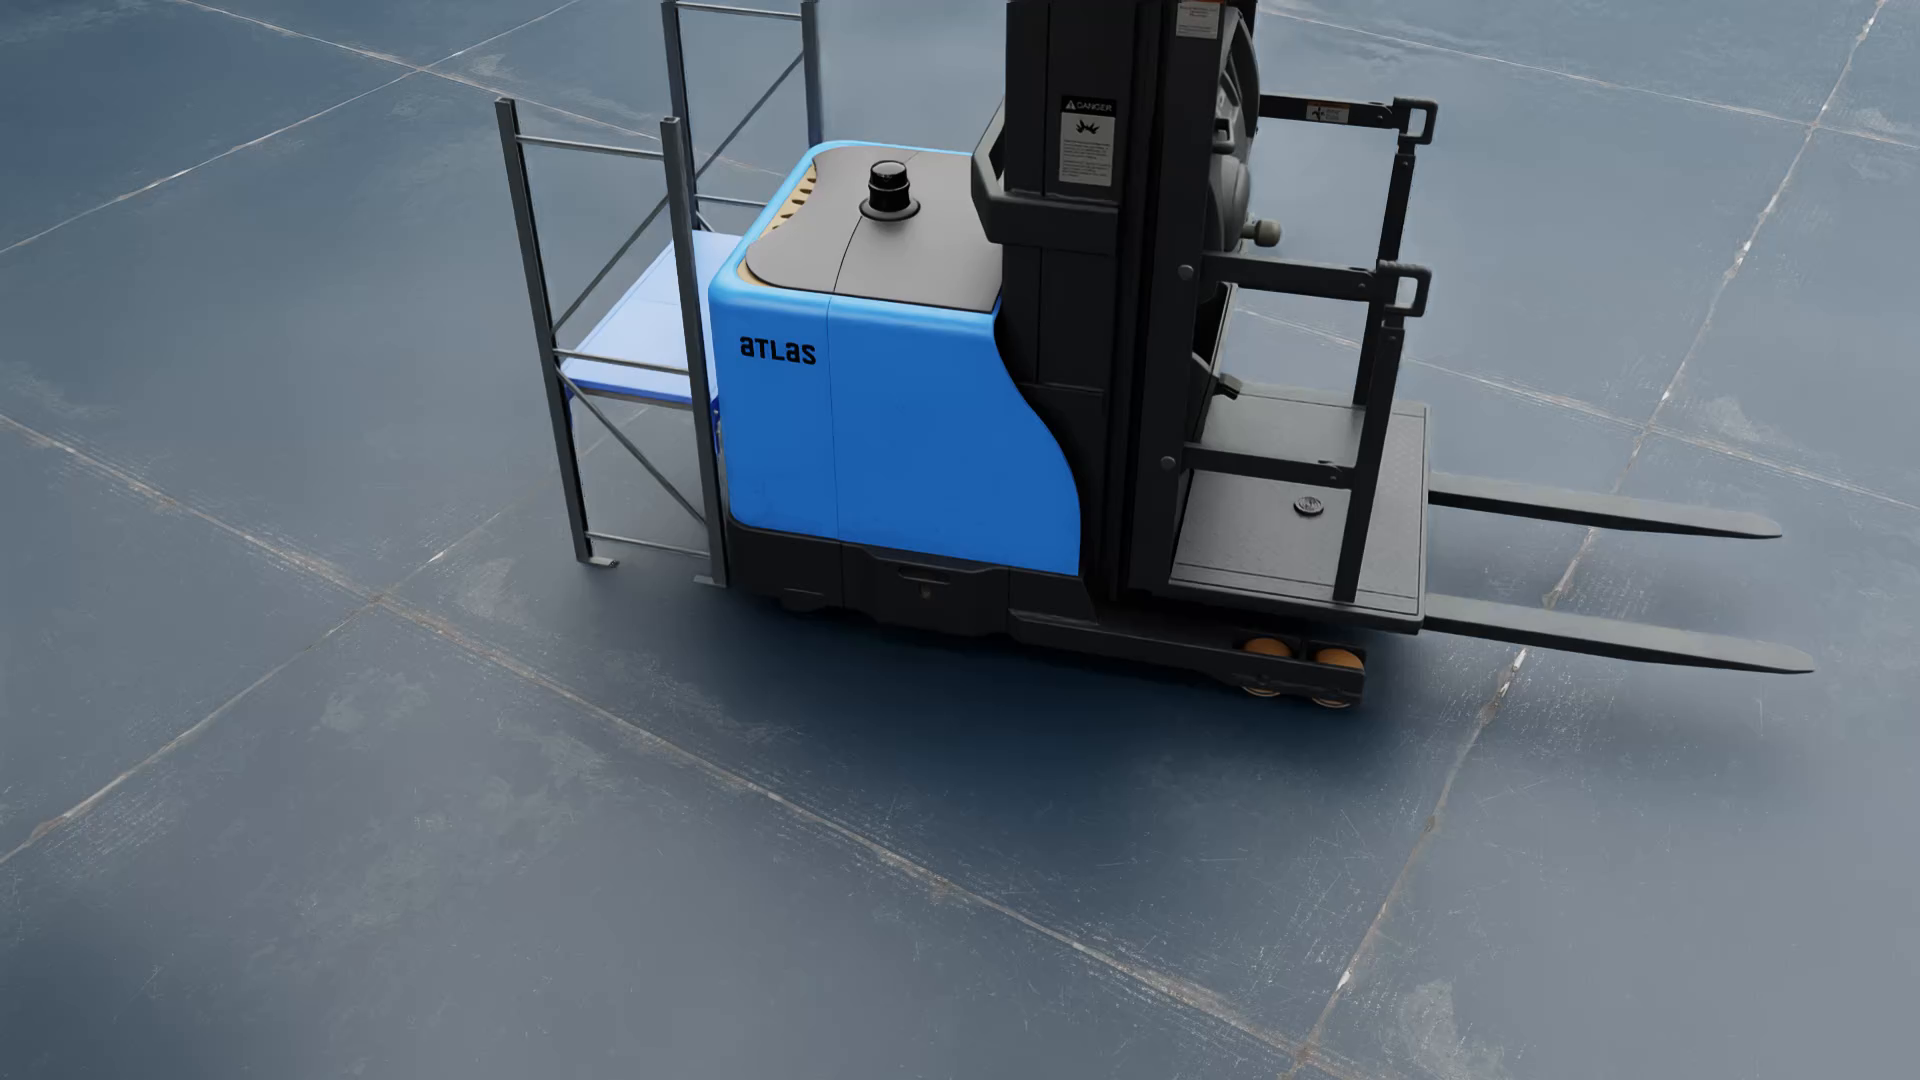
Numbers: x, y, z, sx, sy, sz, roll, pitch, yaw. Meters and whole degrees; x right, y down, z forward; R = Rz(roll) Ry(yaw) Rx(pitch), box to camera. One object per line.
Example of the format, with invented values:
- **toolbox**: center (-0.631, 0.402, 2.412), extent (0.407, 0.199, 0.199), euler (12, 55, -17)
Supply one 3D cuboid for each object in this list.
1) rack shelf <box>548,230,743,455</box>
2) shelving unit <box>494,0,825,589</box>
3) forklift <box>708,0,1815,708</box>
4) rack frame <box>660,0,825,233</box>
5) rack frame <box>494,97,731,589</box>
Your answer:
- **rack shelf**: center (-0.808, -0.652, 5.161), extent (0.538, 0.185, 1.000), euler (10, 39, 12)
- **shelving unit**: center (-0.808, -0.794, 5.051), extent (0.538, 1.500, 1.048), euler (10, 39, 12)
- **forklift**: center (0.888, -1.052, 4.213), extent (3.031, 2.935, 1.130), euler (8, 38, 11)
- **rack frame**: center (-0.671, -1.093, 5.439), extent (0.500, 1.500, 0.032), euler (10, 39, 12)
- **rack frame**: center (-0.946, -0.495, 4.664), extent (0.500, 1.500, 0.032), euler (10, 39, 12)
